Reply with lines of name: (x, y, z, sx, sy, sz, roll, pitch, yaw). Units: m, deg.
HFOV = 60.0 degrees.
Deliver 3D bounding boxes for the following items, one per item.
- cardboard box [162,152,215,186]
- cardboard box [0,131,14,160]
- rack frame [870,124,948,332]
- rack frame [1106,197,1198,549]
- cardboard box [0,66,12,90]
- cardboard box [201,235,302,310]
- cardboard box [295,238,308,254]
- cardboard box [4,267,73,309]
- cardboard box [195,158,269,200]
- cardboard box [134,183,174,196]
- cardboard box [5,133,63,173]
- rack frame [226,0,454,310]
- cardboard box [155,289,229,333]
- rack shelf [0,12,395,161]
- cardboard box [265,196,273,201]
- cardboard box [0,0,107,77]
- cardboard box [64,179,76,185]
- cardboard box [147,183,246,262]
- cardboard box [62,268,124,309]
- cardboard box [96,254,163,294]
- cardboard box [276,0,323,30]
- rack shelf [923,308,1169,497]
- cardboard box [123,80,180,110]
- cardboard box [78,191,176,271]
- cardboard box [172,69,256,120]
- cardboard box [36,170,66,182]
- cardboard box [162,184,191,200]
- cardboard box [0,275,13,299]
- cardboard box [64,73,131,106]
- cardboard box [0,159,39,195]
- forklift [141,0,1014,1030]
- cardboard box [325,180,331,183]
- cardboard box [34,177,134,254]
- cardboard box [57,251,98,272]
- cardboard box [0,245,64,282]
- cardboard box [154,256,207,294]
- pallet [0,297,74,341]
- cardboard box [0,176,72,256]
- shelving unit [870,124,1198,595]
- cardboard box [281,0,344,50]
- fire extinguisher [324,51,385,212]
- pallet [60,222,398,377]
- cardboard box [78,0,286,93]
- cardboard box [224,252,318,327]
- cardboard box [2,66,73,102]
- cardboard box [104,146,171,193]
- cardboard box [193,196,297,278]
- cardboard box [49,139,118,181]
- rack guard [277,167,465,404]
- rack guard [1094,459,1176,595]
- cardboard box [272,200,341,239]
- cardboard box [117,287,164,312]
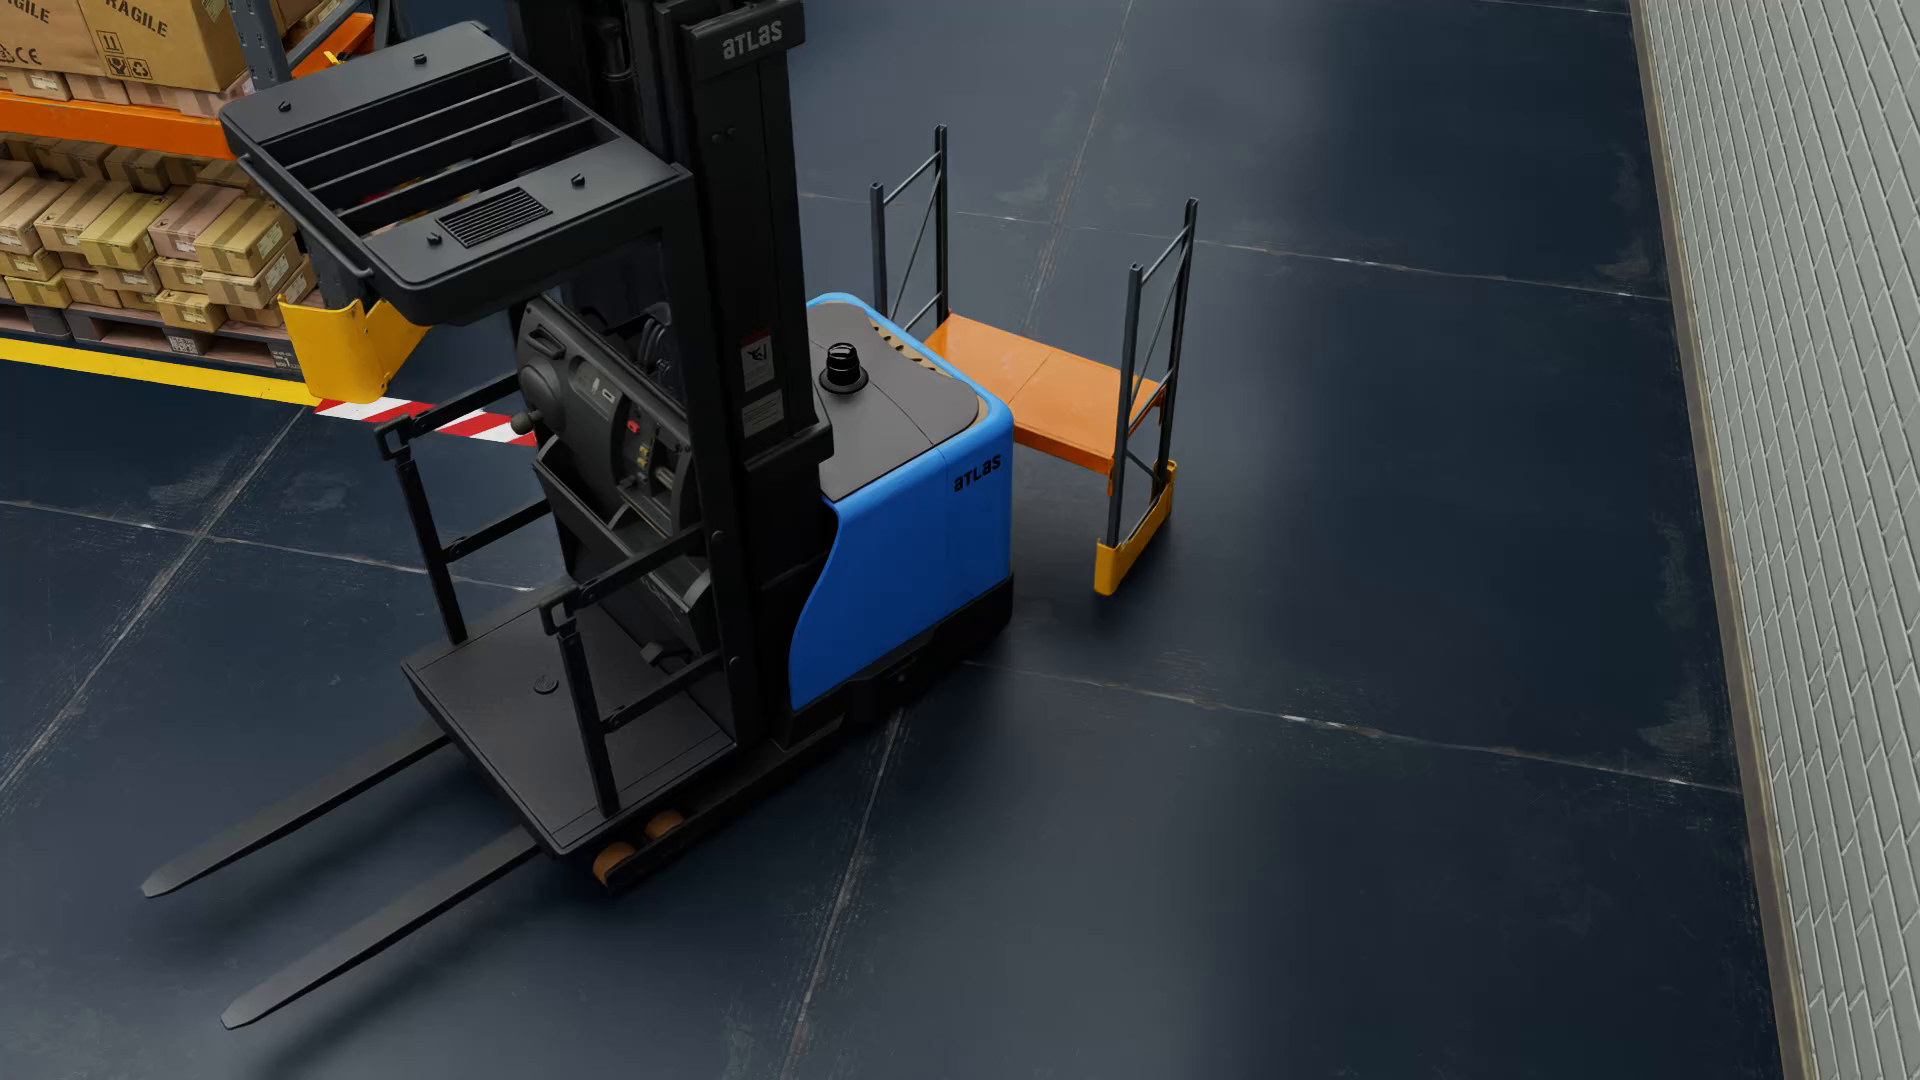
cardboard box: (-3.510, -1.817, 7.799, 0.250, 0.149, 0.380, 9, 45, 9)
cardboard box: (-4.552, -1.891, 7.876, 0.250, 0.149, 0.380, 9, 45, 9)
rack frame: (-0.184, -0.856, 6.558, 0.032, 1.500, 0.500, 21, 48, 21)
rack frame: (0.700, -0.509, 6.197, 0.032, 1.500, 0.500, 21, 48, 21)
cardboard box: (-3.927, -2.025, 6.872, 0.250, 0.149, 0.380, 7, 44, 7)
cardboard box: (-3.138, -1.202, 7.375, 0.250, 0.149, 0.380, 8, 44, 8)
cardboard box: (-3.002, -1.505, 7.903, 0.250, 0.149, 0.380, 10, 45, 10)
cardboard box: (-4.138, -1.241, 7.629, 0.250, 0.149, 0.380, 7, 44, 7)
cardboard box: (-3.293, -1.692, 7.669, 0.250, 0.149, 0.380, 10, 45, 10)
cardboard box: (-3.755, -1.738, 7.931, 0.250, 0.149, 0.380, 10, 45, 10)
cardboard box: (-4.286, -1.918, 7.904, 0.250, 0.149, 0.380, 9, 45, 10)
rack frame: (-2.560, -2.084, 6.753, 0.127, 3.000, 1.000, 9, 45, 9)
cardboard box: (-3.392, -1.118, 7.501, 0.250, 0.149, 0.380, 10, 45, 10)
rack shelf: (-4.512, -2.128, 7.317, 4.000, 0.370, 1.077, 9, 45, 9)
cardboard box: (-3.270, -1.648, 7.838, 0.250, 0.149, 0.380, 9, 45, 9)
cardboard box: (-3.556, -2.203, 6.589, 0.500, 0.500, 0.500, 8, 45, 8)
cardboard box: (-4.035, -1.714, 7.906, 0.250, 0.149, 0.380, 7, 44, 7)
cardboard box: (-3.365, -1.408, 7.374, 0.250, 0.149, 0.380, 10, 45, 10)
cardboard box: (-3.875, -1.244, 7.633, 0.250, 0.149, 0.380, 9, 45, 9)
cardboard box: (-3.645, -1.280, 7.455, 0.250, 0.149, 0.380, 7, 44, 7)
cardboard box: (-2.938, -2.483, 6.880, 0.500, 0.500, 0.500, 11, 45, 11)
rack shelf: (0.258, -0.553, 6.502, 1.000, 0.185, 0.538, 21, 48, 21)
cardboard box: (-3.175, -1.915, 6.758, 0.250, 0.149, 0.380, 9, 45, 9)
cardboard box: (-3.645, -1.362, 7.326, 0.250, 0.149, 0.380, 8, 44, 8)
cardboard box: (-2.940, -1.852, 6.692, 0.250, 0.149, 0.380, 9, 45, 9)
cardboard box: (-4.309, -1.727, 7.920, 0.250, 0.149, 0.380, 11, 45, 11)
cardboard box: (-3.528, -1.626, 7.814, 0.250, 0.149, 0.380, 9, 45, 10)
cardboard box: (-4.400, -1.296, 7.686, 0.250, 0.149, 0.380, 10, 45, 10)
cardboard box: (-3.423, -1.943, 6.787, 0.250, 0.149, 0.380, 8, 45, 9)
cardboard box: (-4.391, -1.562, 7.534, 0.250, 0.149, 0.380, 7, 44, 8)
forklift: (-1.244, -0.307, 4.956, 3.031, 2.935, 1.130, -31, 52, -28)
cardboard box: (-2.997, -1.732, 7.711, 0.250, 0.149, 0.380, 7, 44, 7)
cardboard box: (-3.884, -1.444, 7.411, 0.250, 0.149, 0.380, 7, 44, 7)
cardboard box: (-3.885, -1.390, 7.570, 0.250, 0.149, 0.380, 8, 45, 9)
cardboard box: (-4.153, -1.350, 7.528, 0.250, 0.149, 0.380, 9, 45, 10)
cardboard box: (-3.381, -1.279, 7.454, 0.250, 0.149, 0.380, 8, 44, 8)
pallet: (-4.606, -1.424, 8.078, 1.213, 0.211, 1.003, 9, 45, 9)
cardboard box: (-4.158, -1.447, 7.414, 0.250, 0.149, 0.380, 10, 45, 11)
shelving unit: (0.266, -0.679, 6.374, 1.083, 1.500, 0.587, 21, 48, 21)
cardboard box: (-2.805, -2.265, 7.121, 0.250, 0.149, 0.380, 8, 45, 9)
fire extinguisher: (-2.415, -1.572, 6.545, 0.183, 0.674, 0.296, 9, 45, 9)
pallet: (-3.419, -1.238, 7.884, 1.213, 0.211, 1.003, 9, 45, 9)
cardboard box: (-3.055, -2.121, 6.504, 0.500, 0.500, 0.500, 10, 45, 10)
cardboard box: (-3.119, -1.147, 7.532, 0.250, 0.149, 0.380, 10, 45, 10)
cardboard box: (-3.677, -1.966, 6.810, 0.250, 0.149, 0.380, 10, 45, 10)
cardboard box: (-3.771, -1.799, 7.780, 0.250, 0.149, 0.380, 7, 44, 7)
cardboard box: (-3.132, -1.332, 7.294, 0.250, 0.149, 0.380, 9, 45, 10)
cardboard box: (-4.039, -1.847, 7.830, 0.250, 0.149, 0.380, 10, 45, 11)
rack guard: (-2.634, -1.195, 7.631, 0.348, 0.500, 1.175, 9, 45, 9)
rack guard: (0.699, -0.059, 6.631, 0.087, 0.250, 0.587, 21, 48, 21)
cardboard box: (-3.015, -1.569, 7.755, 0.250, 0.149, 0.380, 11, 45, 11)
cardboard box: (-3.631, -1.216, 7.603, 0.250, 0.149, 0.380, 9, 45, 9)
